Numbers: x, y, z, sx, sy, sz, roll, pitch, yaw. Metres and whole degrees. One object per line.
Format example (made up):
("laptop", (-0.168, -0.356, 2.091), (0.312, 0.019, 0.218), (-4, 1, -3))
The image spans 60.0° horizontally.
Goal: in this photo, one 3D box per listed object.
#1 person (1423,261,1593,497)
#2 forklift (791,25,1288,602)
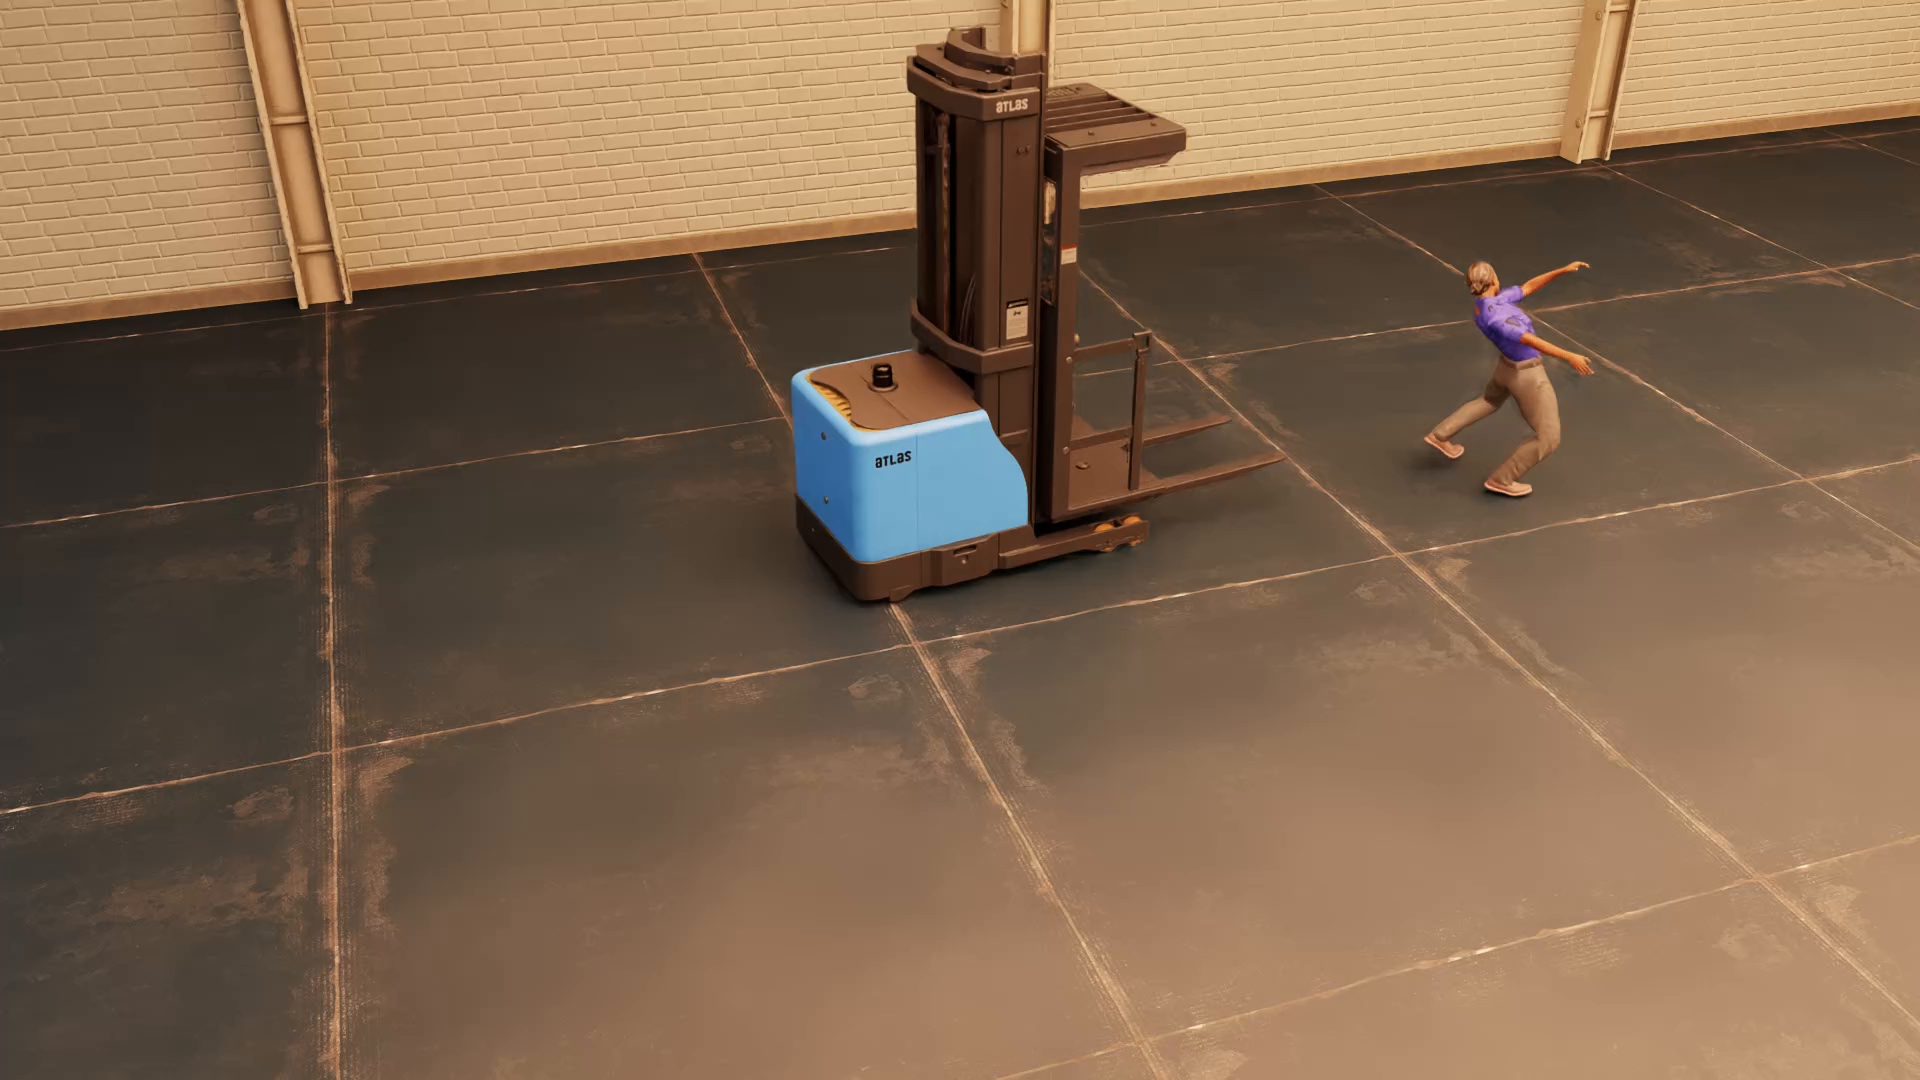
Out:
("person", (3.469, -0.954, 10.226), (0.728, 1.437, 0.994), (-7, 31, -11))
("forklift", (0.567, -1.420, 9.555), (3.031, 2.935, 1.130), (-14, 33, -23))
